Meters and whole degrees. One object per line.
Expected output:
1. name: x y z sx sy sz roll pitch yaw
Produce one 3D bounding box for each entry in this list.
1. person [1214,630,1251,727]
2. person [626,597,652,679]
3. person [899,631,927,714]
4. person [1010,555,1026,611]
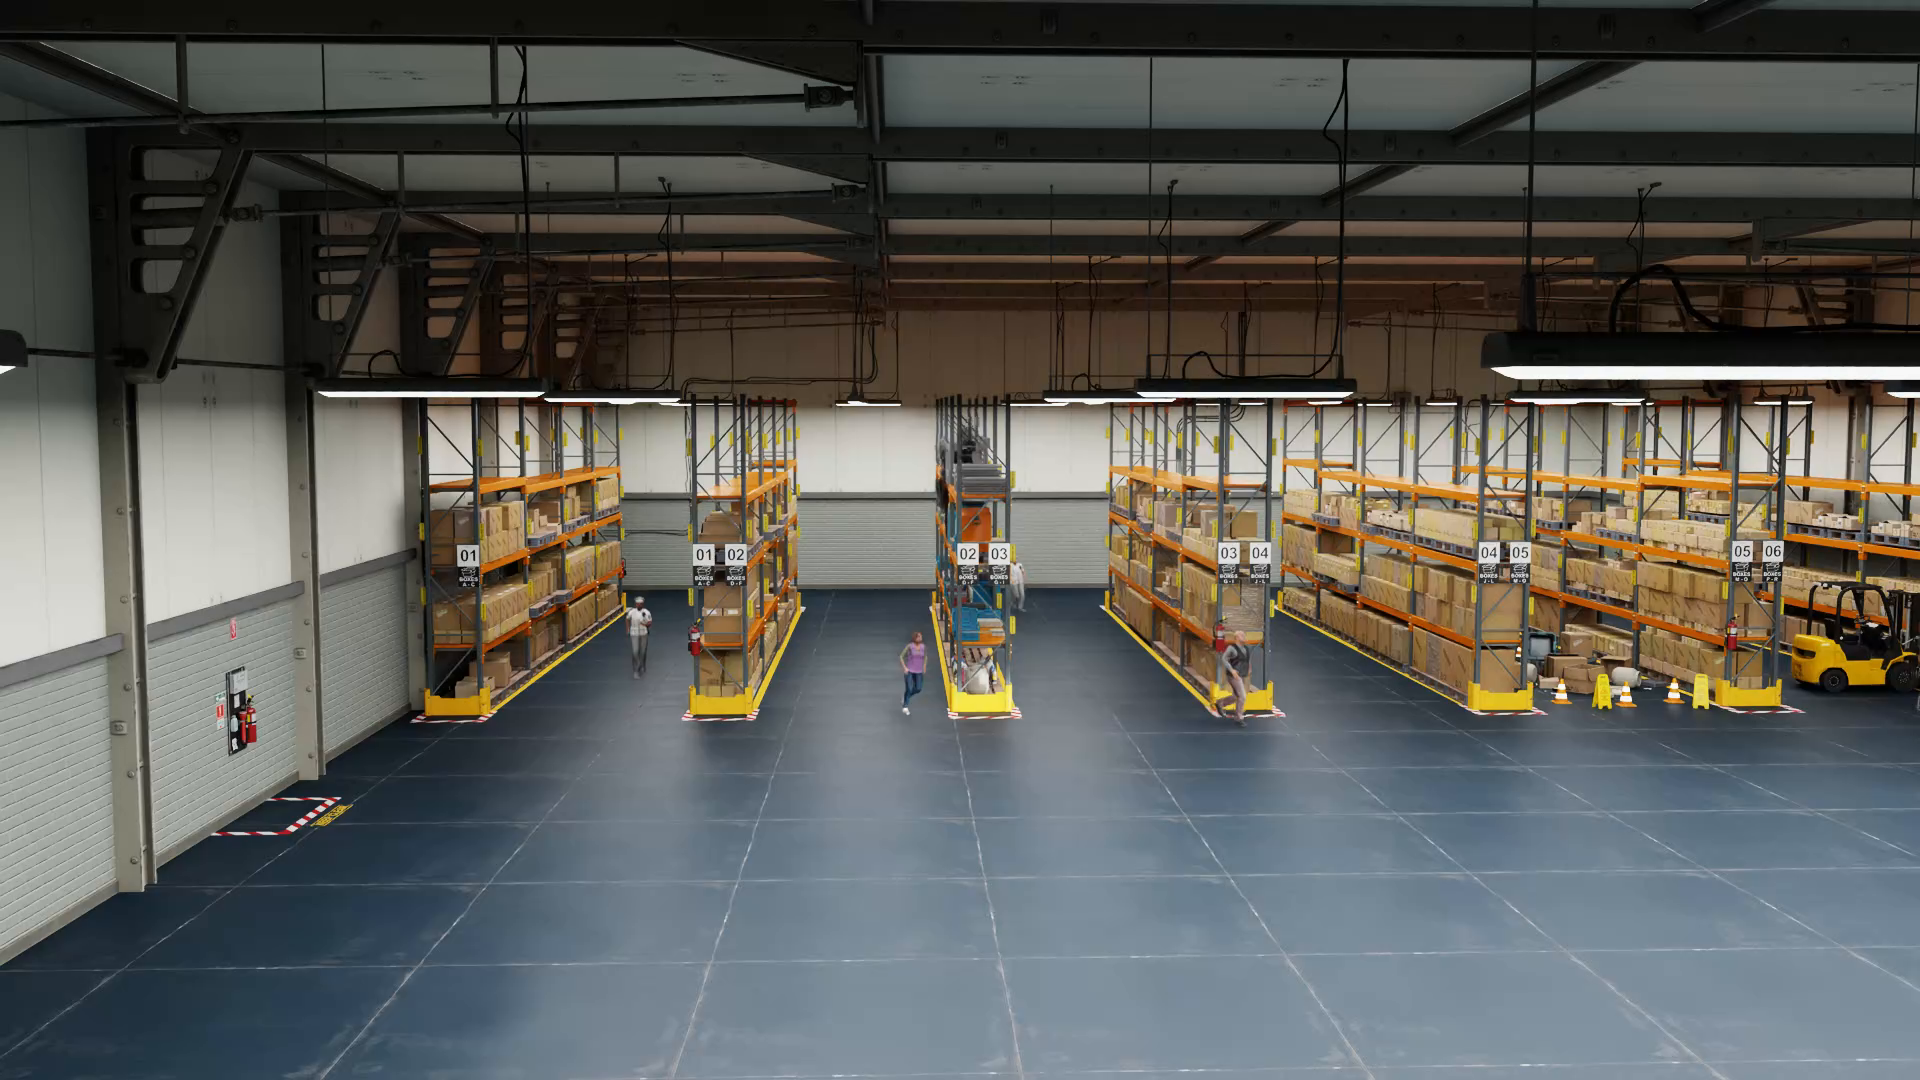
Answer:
1. person: 4.999 2.494 30.250 0.757 1.732 0.670 4 6 44
2. person: -6.866 2.076 35.598 0.549 1.755 0.781 -1 5 -13
3. person: -0.876 2.508 31.423 0.587 1.530 0.501 -2 5 -22
4. person: 1.580 1.226 47.115 0.625 1.594 0.592 -2 5 -25
